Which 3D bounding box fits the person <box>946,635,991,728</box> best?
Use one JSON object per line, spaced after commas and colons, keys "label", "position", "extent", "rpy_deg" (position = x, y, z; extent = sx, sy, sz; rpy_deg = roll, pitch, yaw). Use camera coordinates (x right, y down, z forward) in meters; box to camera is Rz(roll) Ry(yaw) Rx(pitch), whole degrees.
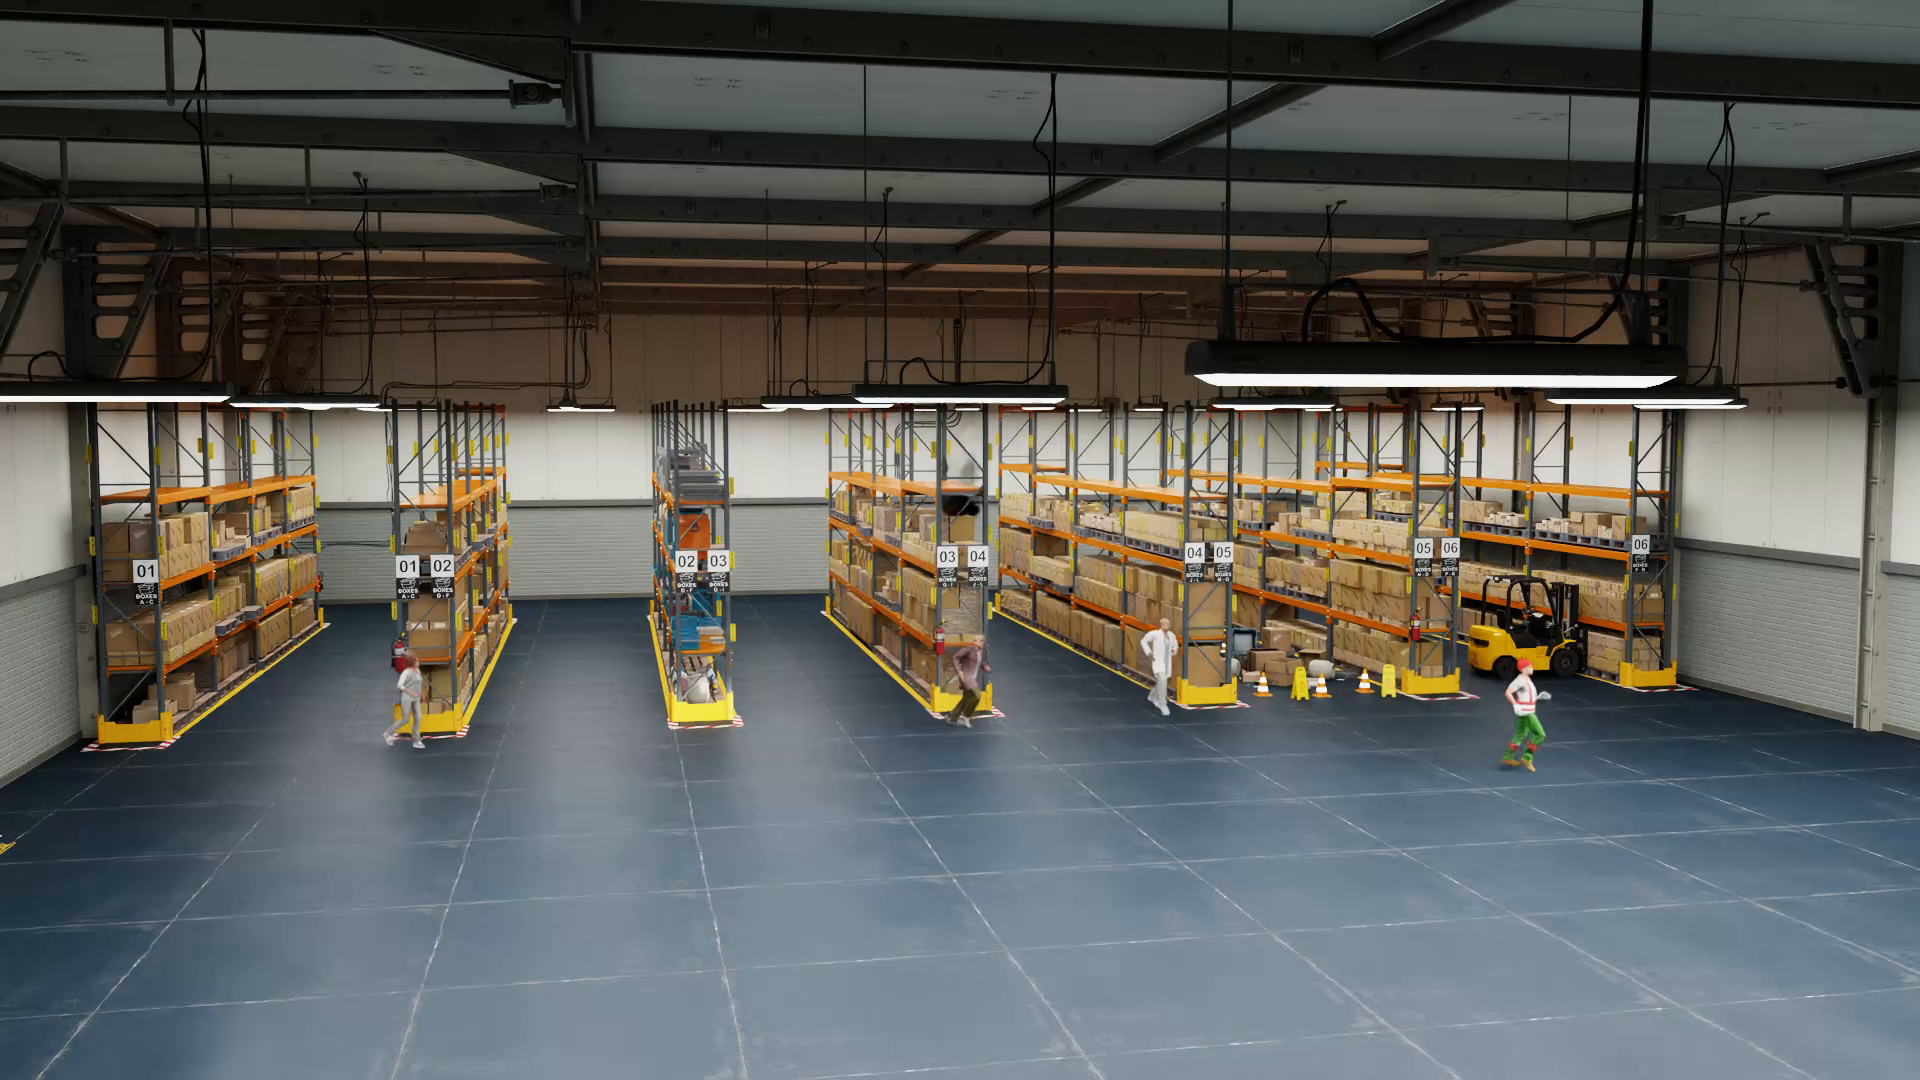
{"label": "person", "position": [0.177, 2.591, 30.603], "extent": [0.845, 1.731, 0.745], "rpy_deg": [3, 5, 34]}

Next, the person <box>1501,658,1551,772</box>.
{"label": "person", "position": [9.112, 2.814, 26.748], "extent": [0.735, 1.817, 0.641], "rpy_deg": [2, 5, 22]}

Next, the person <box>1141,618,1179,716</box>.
{"label": "person", "position": [3.932, 2.415, 32.155], "extent": [0.706, 1.806, 1.004], "rpy_deg": [-3, 5, -31]}

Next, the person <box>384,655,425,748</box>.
{"label": "person", "position": [-9.455, 2.766, 28.664], "extent": [0.803, 1.564, 0.606], "rpy_deg": [2, 5, 21]}
